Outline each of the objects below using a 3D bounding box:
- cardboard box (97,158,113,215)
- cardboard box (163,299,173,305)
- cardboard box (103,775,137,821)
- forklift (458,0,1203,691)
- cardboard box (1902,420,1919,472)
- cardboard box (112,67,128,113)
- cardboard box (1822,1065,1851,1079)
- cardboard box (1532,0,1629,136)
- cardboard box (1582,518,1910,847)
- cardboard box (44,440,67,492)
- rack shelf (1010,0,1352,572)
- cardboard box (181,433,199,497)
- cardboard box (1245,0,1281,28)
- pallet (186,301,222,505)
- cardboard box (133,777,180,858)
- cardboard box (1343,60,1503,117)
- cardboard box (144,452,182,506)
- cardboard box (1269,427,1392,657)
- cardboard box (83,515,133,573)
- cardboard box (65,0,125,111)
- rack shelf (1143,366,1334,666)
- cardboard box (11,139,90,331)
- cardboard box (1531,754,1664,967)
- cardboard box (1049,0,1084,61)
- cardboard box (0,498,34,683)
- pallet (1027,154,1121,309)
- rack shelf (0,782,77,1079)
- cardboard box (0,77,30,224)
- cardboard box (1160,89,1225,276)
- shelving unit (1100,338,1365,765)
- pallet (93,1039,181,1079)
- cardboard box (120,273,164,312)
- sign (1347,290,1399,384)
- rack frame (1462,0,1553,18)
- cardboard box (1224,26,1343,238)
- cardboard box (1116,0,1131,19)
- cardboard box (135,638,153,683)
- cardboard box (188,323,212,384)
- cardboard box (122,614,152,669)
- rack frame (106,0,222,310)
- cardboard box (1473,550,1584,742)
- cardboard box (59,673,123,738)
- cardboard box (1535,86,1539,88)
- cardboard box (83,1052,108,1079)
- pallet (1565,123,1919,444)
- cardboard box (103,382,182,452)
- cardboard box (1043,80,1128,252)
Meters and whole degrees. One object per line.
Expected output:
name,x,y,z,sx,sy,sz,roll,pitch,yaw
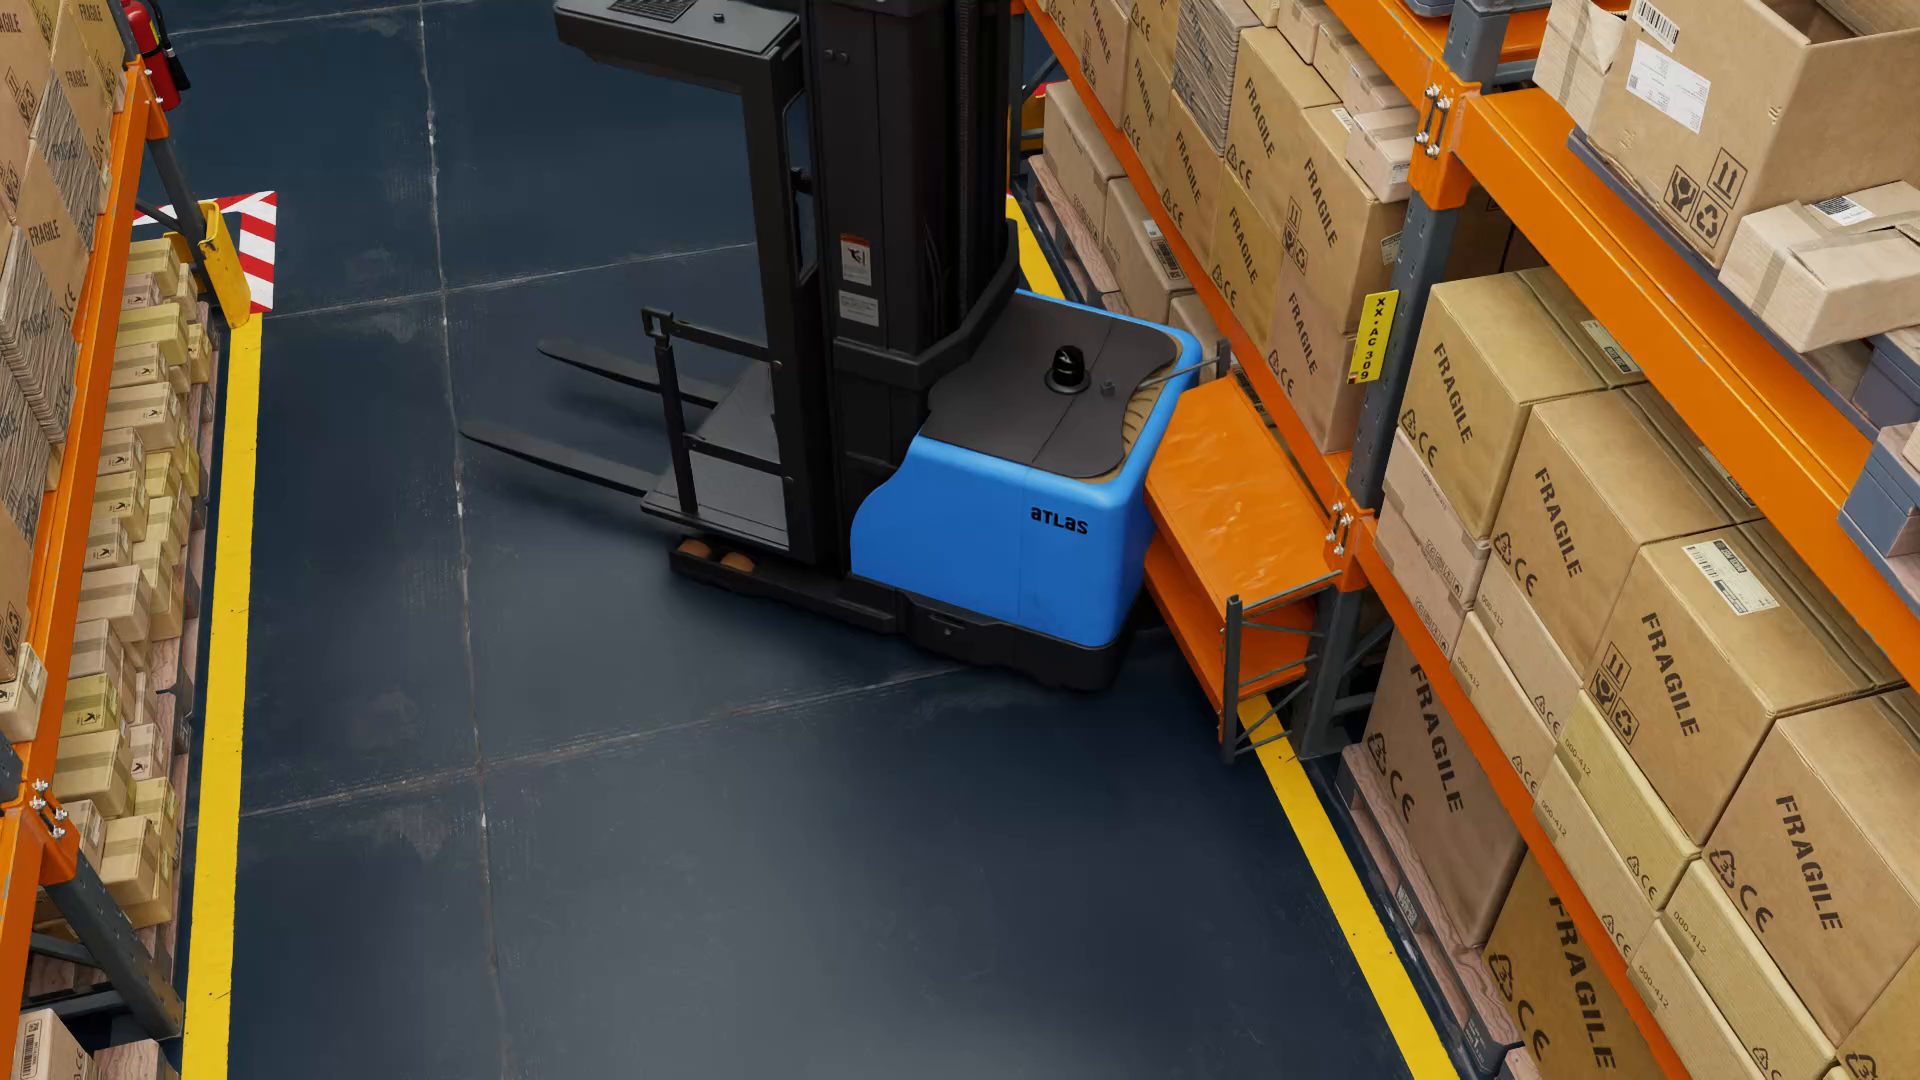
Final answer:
cardboard box,-3.503,-1.360,6.409,0.380,0.149,0.250,-10,46,-9
cardboard box,-3.628,-0.893,7.270,0.380,0.149,0.250,-12,47,-11
cardboard box,-2.965,0.899,5.513,0.380,0.149,0.250,-10,46,-10
forklift,-0.638,-1.142,6.068,3.031,2.935,1.130,17,48,16
cardboard box,1.859,-0.180,2.777,0.396,0.266,0.258,-7,46,-7
cardboard box,-3.697,-1.881,6.920,0.380,0.149,0.250,-11,47,-10
cardboard box,2.098,1.293,3.389,0.500,0.250,0.500,-12,47,-11
cardboard box,1.519,-1.096,3.674,0.396,0.266,0.258,-11,47,-11
cardboard box,1.847,0.309,3.828,0.500,0.500,0.500,-12,47,-11
cardboard box,-3.108,-0.262,5.333,0.380,0.149,0.250,-10,46,-10
rack shelf,1.218,-1.485,6.859,1.077,0.370,4.000,-11,47,-10
cardboard box,-3.367,-0.276,6.873,0.380,0.149,0.250,-13,47,-12
cardboard box,1.145,-1.836,5.475,0.380,0.149,0.250,-11,47,-11
pallet,-3.860,-0.547,7.389,1.003,0.211,1.213,-11,47,-10
cardboard box,-2.880,0.976,5.646,0.380,0.149,0.250,-9,46,-9
cardboard box,1.381,-1.324,4.974,0.380,0.149,0.250,-10,46,-9
cardboard box,-3.315,-0.189,6.580,0.380,0.149,0.250,-9,46,-8
cardboard box,1.673,-0.059,6.458,0.875,0.438,0.875,-11,47,-11
cardboard box,-3.268,0.080,6.108,0.380,0.149,0.250,-12,47,-12
cardboard box,-3.690,-2.018,6.600,0.500,0.500,0.500,-10,46,-9
rack shelf,0.945,-0.103,5.878,0.538,0.278,1.000,-20,54,-7
cardboard box,-3.306,-0.967,5.570,0.500,0.500,0.500,-9,46,-8
cardboard box,1.837,0.763,4.258,0.500,0.250,0.500,-11,47,-11
cardboard box,0.707,-2.424,7.206,0.500,0.500,0.500,-11,47,-11
cardboard box,-2.913,0.092,4.532,0.500,0.500,0.500,-11,47,-11
pallet,0.986,-1.603,8.424,1.003,0.211,1.213,-11,47,-10
rack shelf,-2.517,2.252,3.197,1.077,0.370,4.000,-11,47,-10
cardboard box,-3.286,-1.289,5.186,0.500,0.500,0.500,-12,47,-12
cardboard box,1.084,-1.363,6.166,0.500,0.500,0.500,-11,47,-11
shelving unit,0.977,0.069,6.112,0.538,1.125,1.048,-20,54,-7
pallet,-2.829,2.133,4.763,1.003,0.211,1.213,-11,47,-10
cardboard box,-3.664,-0.997,7.163,0.380,0.149,0.250,-10,46,-10
sign,1.194,-0.584,4.811,0.100,0.325,0.005,-11,47,-10
rack frame,1.730,-2.455,3.106,1.000,3.000,0.127,-11,47,-10
cardboard box,1.220,-1.368,5.471,0.500,0.500,0.500,-11,47,-11
cardboard box,0.832,-2.409,6.492,0.500,0.500,0.500,-11,47,-11
cardboard box,-3.210,0.469,6.143,0.380,0.149,0.250,-13,47,-12
cardboard box,-3.553,-0.807,7.394,0.380,0.149,0.250,-9,46,-9
cardboard box,-3.176,0.356,6.045,0.380,0.149,0.250,-9,46,-8
rack frame,-4.054,-2.142,7.000,1.000,3.000,0.127,-11,47,-10
cardboard box,1.730,0.232,4.428,0.500,0.250,0.500,-10,46,-10
cardboard box,-3.043,0.620,5.579,0.380,0.149,0.250,-11,47,-11
cardboard box,1.900,-1.233,4.885,0.380,0.149,0.250,-11,47,-11
cardboard box,-2.596,1.812,4.581,0.500,0.500,0.500,-12,47,-11
pallet,2.012,-0.715,3.635,0.805,0.209,1.217,-12,47,-12
cardboard box,-3.347,-0.475,6.652,0.380,0.149,0.250,-9,46,-9
cardboard box,0.971,-1.930,8.292,0.875,0.438,0.875,-12,47,-12
